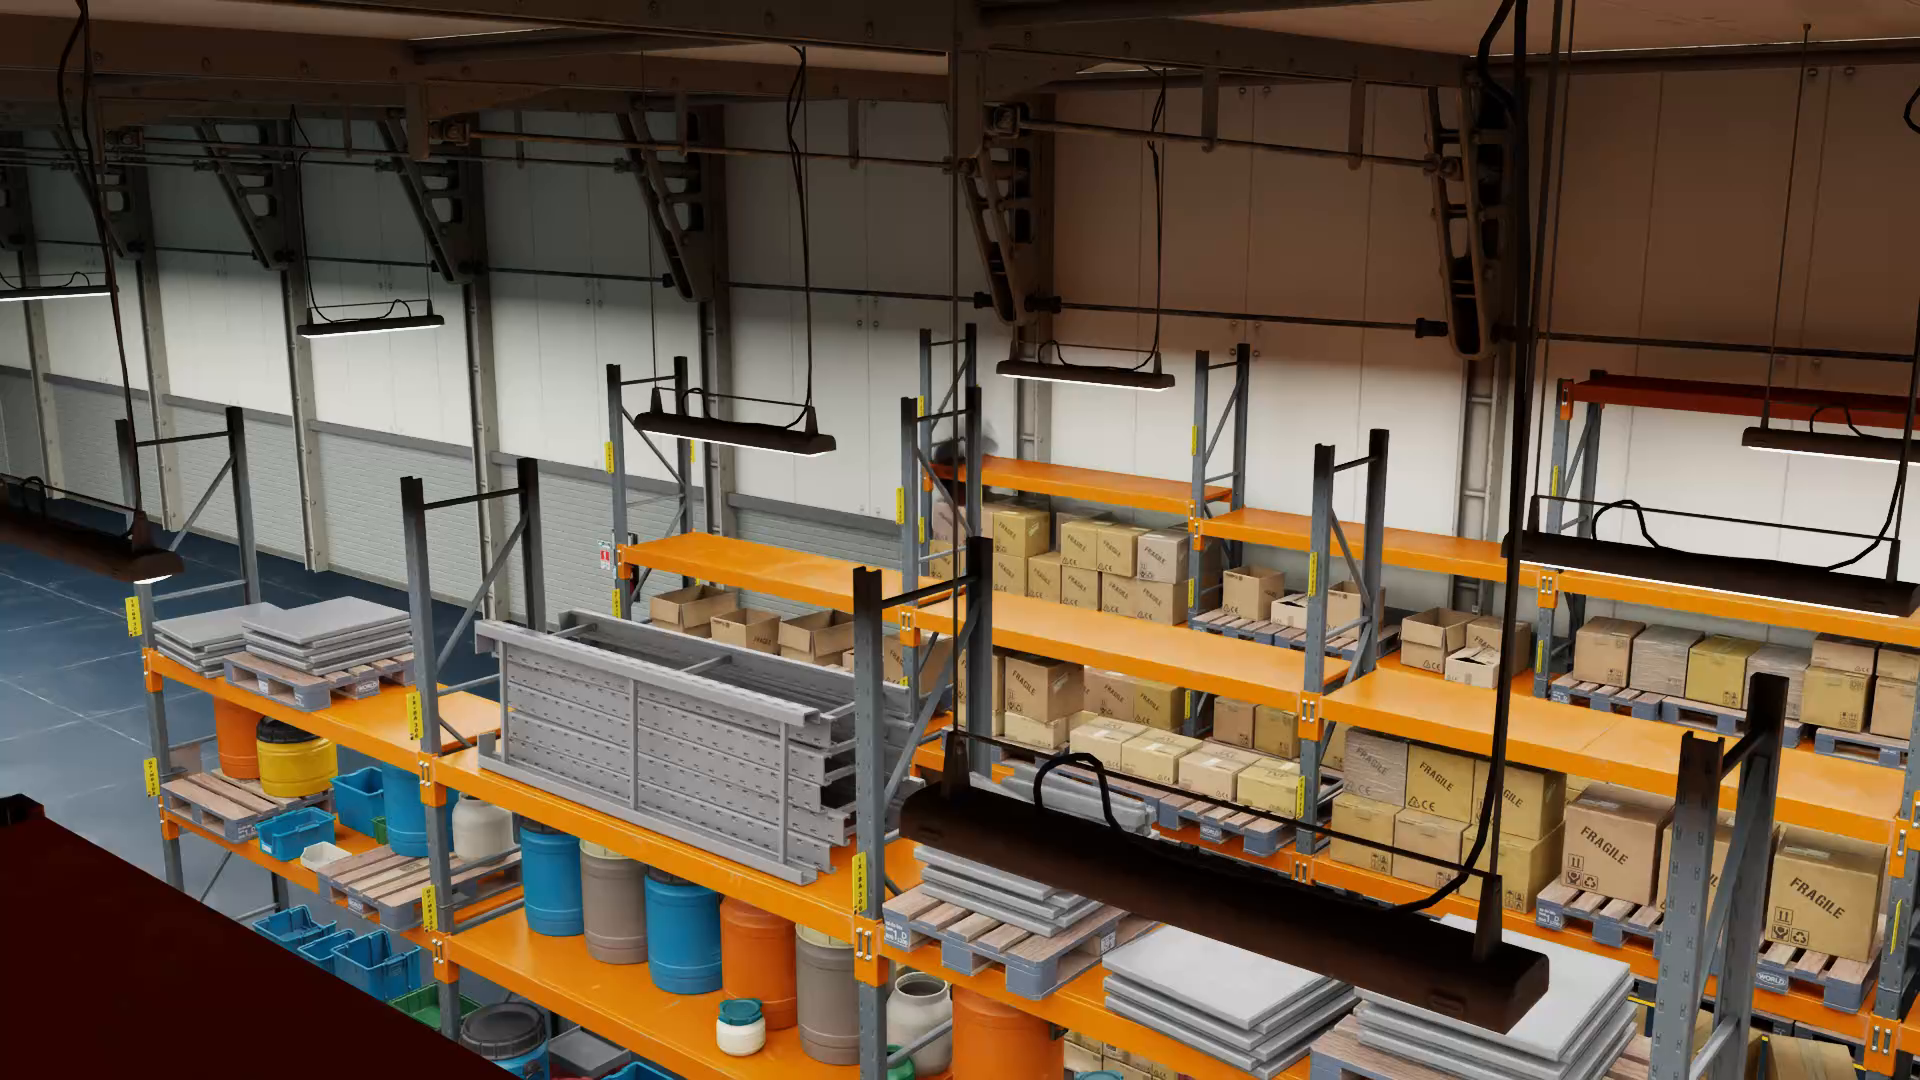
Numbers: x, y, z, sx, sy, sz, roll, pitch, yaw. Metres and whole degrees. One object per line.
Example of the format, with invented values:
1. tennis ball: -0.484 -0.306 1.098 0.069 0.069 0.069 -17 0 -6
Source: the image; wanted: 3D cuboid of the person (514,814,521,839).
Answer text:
1. person: -4.953 2.985 19.289 0.619 1.682 0.705 -5 14 -21
